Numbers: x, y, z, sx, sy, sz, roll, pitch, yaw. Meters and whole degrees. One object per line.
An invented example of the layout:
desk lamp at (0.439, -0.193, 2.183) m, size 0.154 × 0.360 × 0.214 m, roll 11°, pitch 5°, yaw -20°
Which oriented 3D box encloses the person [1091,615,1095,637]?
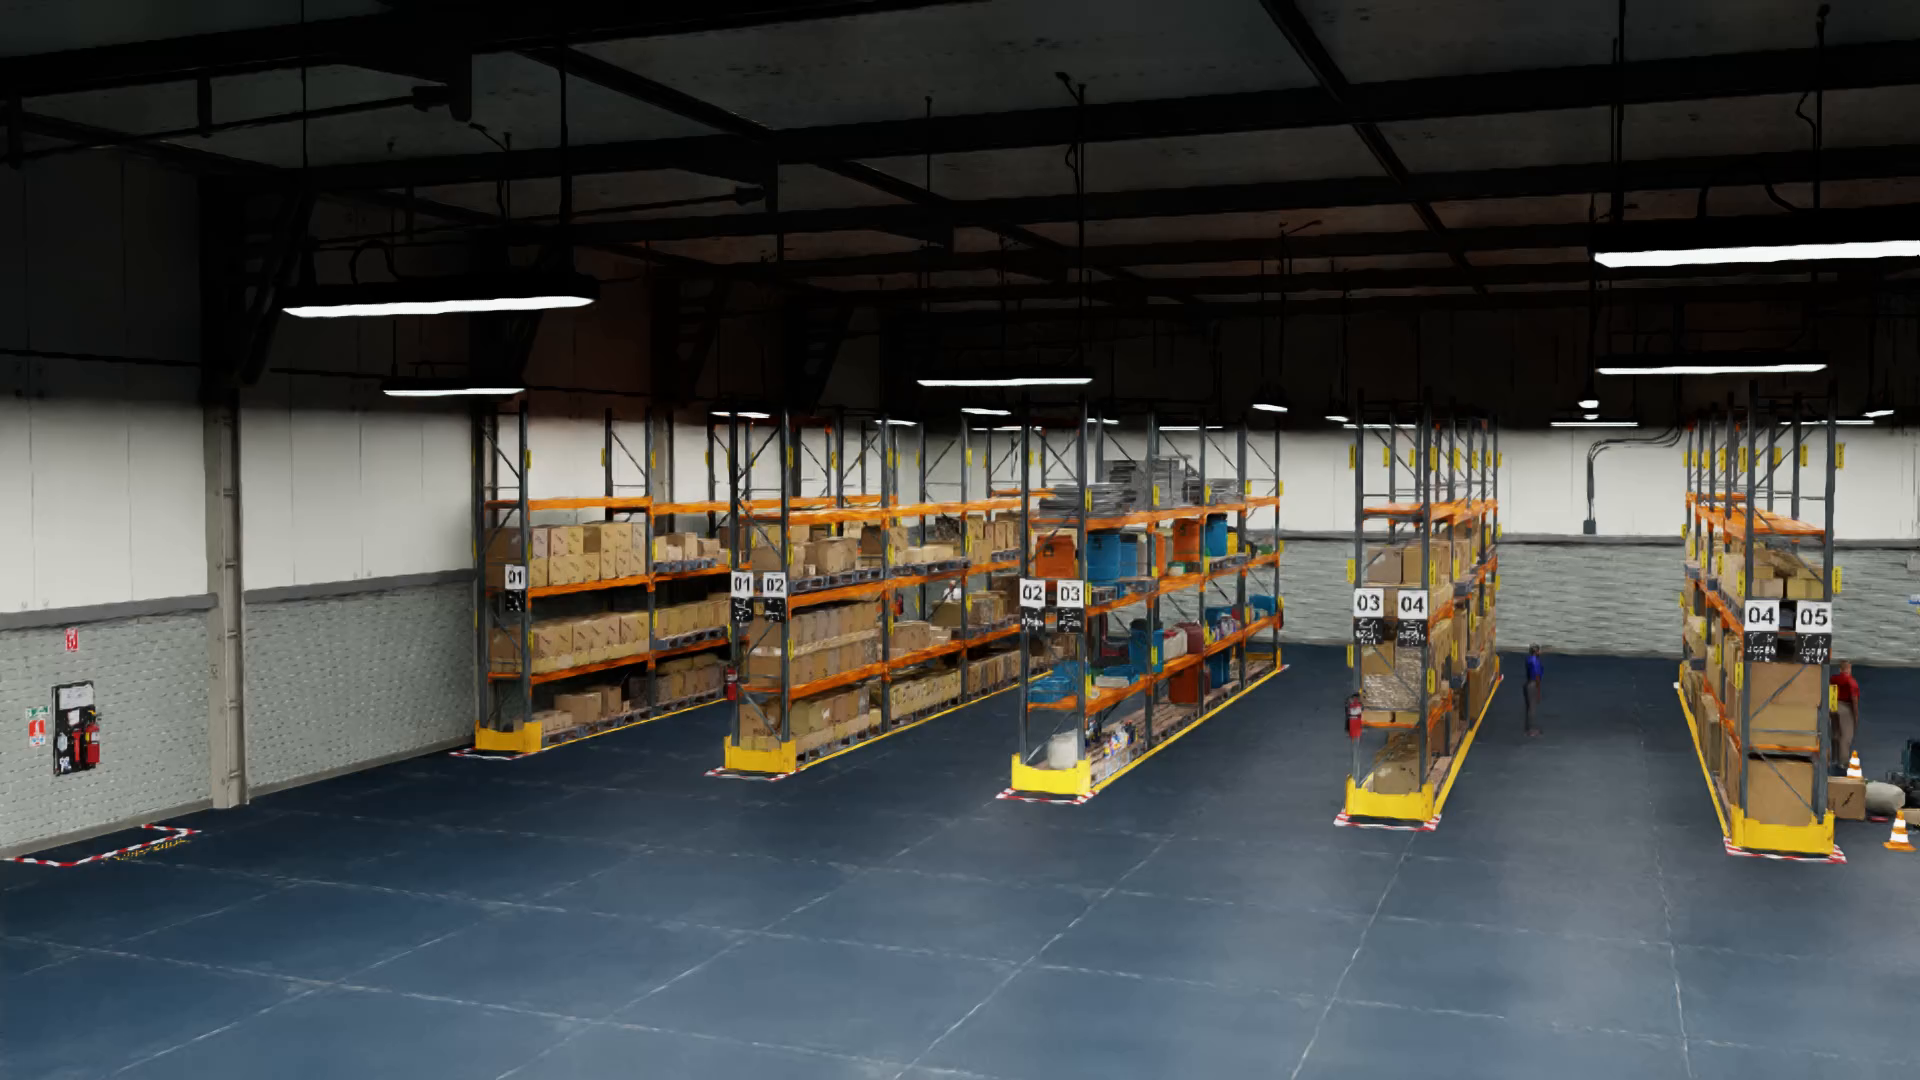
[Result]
person at (3.229, 1.954, 39.152) m, size 0.536 × 0.674 × 0.349 m, roll 1°, pitch 3°, yaw 20°

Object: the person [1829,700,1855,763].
person at (18.229, 2.808, 28.350) m, size 4.614 × 1.450 × 7.637 m, roll 2°, pitch 4°, yaw 42°

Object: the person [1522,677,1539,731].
person at (10.339, 2.966, 30.121) m, size 0.299 × 0.958 × 0.405 m, roll 0°, pitch 3°, yaw -3°

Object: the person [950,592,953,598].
person at (-0.228, 1.492, 45.315) m, size 0.078 × 0.151 × 0.070 m, roll 1°, pitch 3°, yaw 19°
